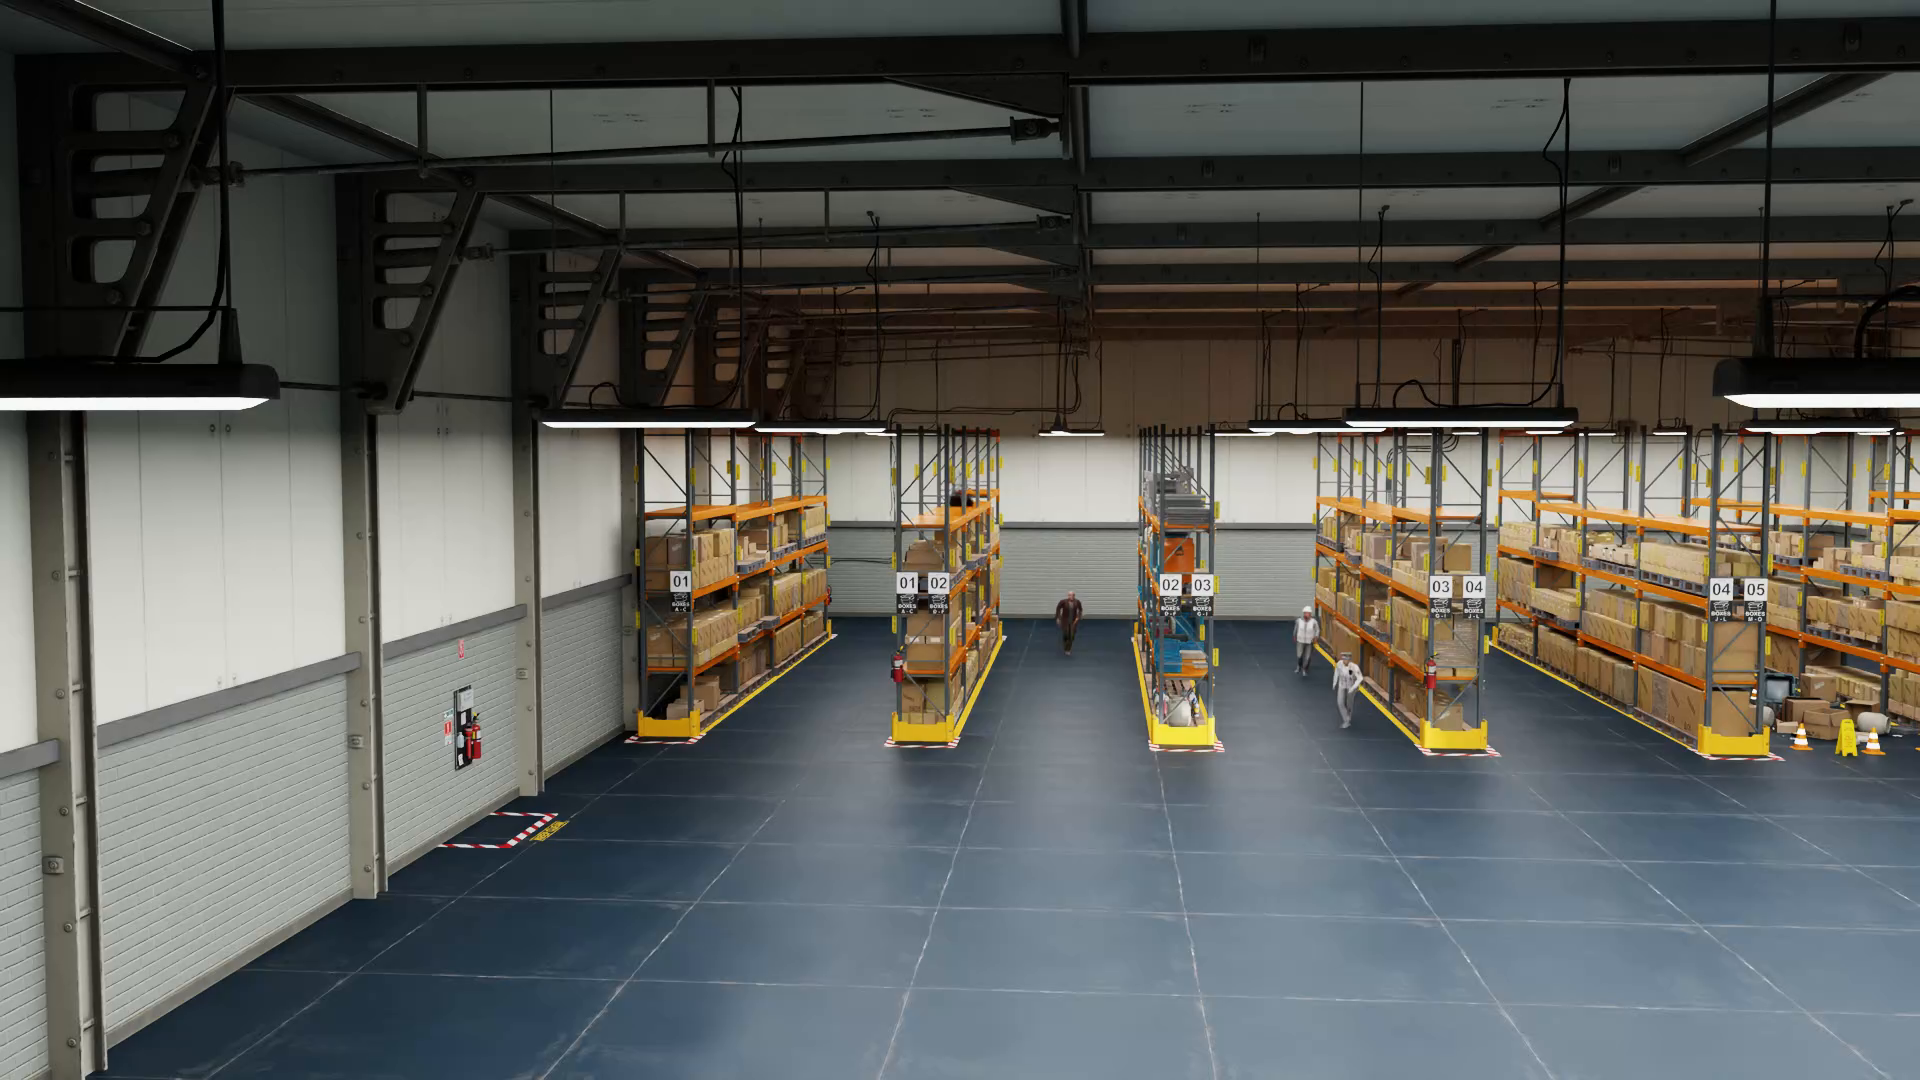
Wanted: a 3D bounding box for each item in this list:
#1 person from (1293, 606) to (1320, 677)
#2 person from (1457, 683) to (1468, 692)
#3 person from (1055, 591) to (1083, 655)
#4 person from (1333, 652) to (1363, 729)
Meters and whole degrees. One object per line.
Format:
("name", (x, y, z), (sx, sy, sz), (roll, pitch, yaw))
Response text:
("person", (8.287, 2.433, 39.809), (0.665, 1.729, 0.778), (1, 4, 14))
("person", (11.520, 2.665, 37.895), (0.693, 1.540, 1.161), (1, 4, 14))
("person", (2.896, 2.187, 44.163), (0.707, 1.713, 0.713), (-1, 4, -12))
("person", (7.738, 2.945, 33.073), (0.608, 1.501, 1.027), (2, 4, 23))
